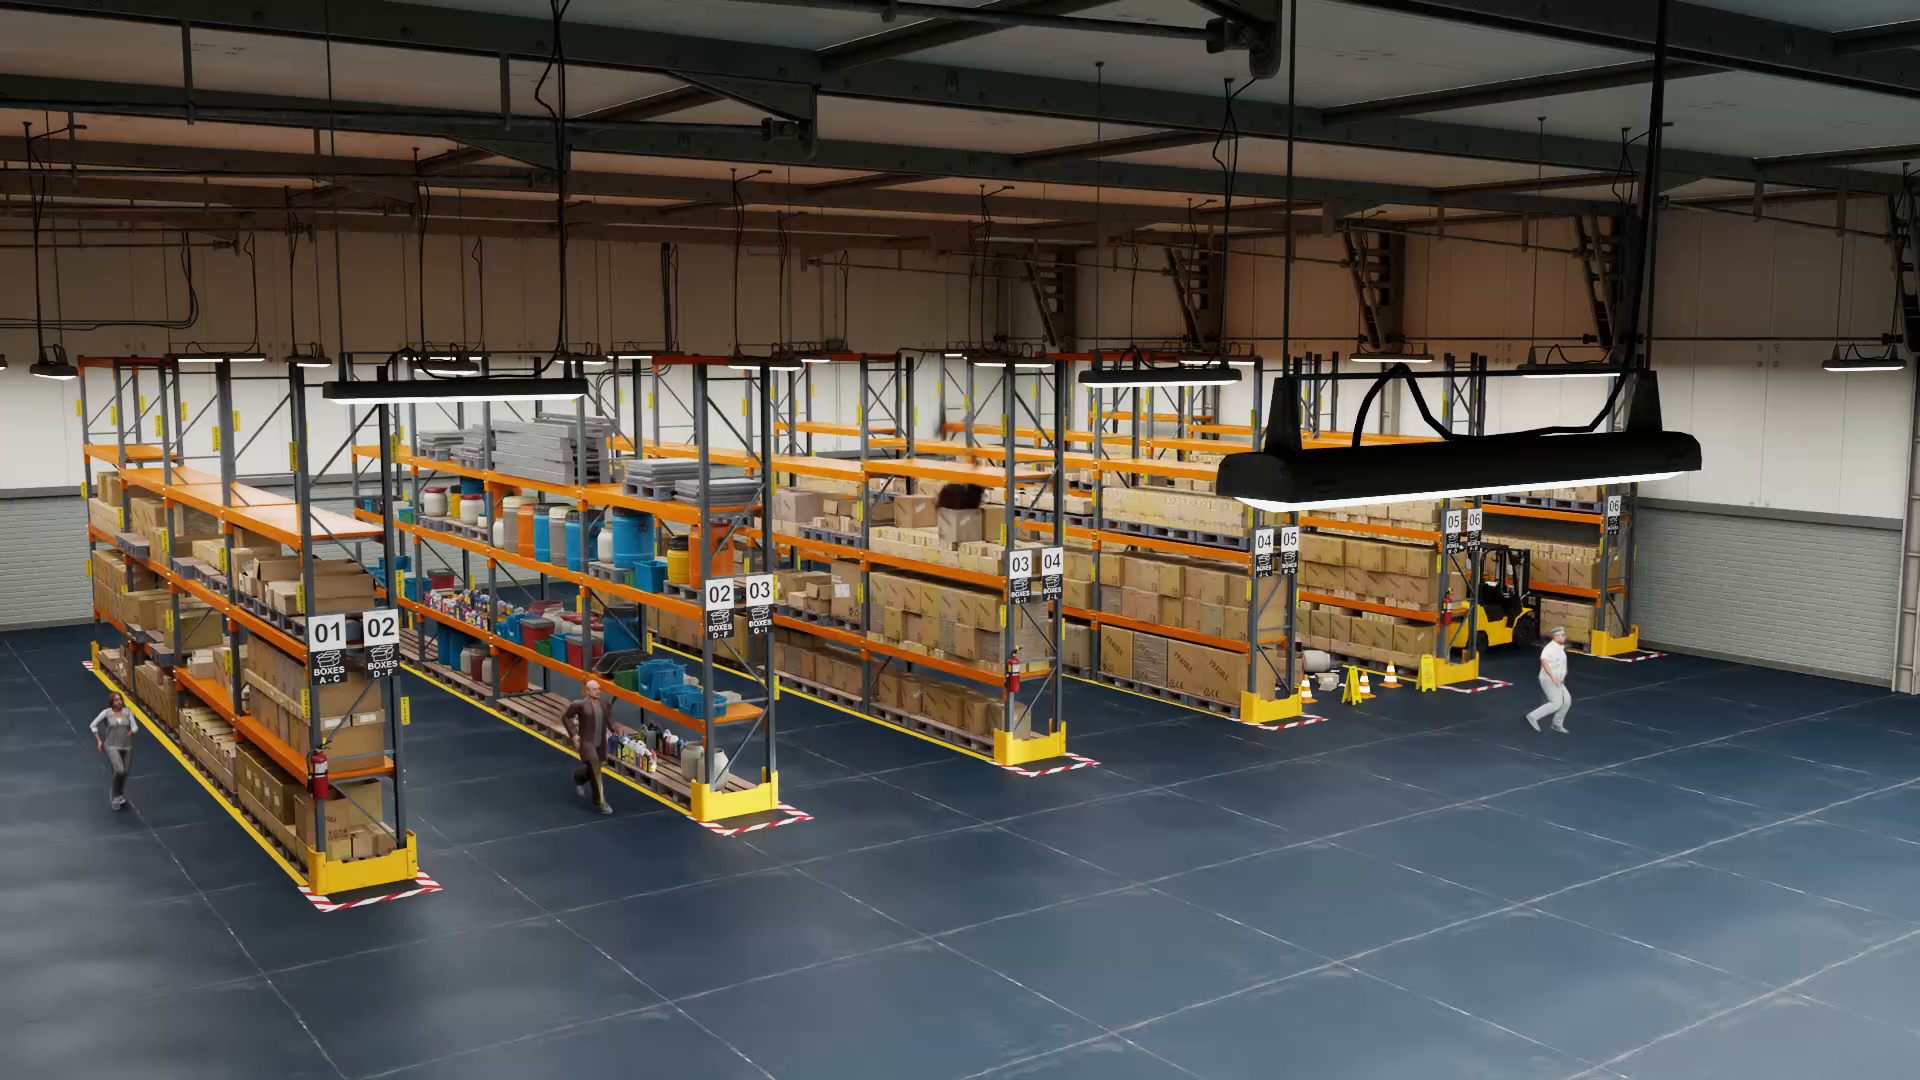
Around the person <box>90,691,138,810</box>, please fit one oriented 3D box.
[{"bbox_3d":[-11.328,2.829,22.377,0.662,1.592,0.506,6,9,41],"label":"person"}]

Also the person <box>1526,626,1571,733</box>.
[{"bbox_3d":[9.504,2.267,26.754,0.649,1.781,0.864,3,8,26],"label":"person"}]

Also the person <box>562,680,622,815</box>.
[{"bbox_3d":[-5.010,2.749,22.430,1.006,1.775,0.687,6,9,42],"label":"person"}]
